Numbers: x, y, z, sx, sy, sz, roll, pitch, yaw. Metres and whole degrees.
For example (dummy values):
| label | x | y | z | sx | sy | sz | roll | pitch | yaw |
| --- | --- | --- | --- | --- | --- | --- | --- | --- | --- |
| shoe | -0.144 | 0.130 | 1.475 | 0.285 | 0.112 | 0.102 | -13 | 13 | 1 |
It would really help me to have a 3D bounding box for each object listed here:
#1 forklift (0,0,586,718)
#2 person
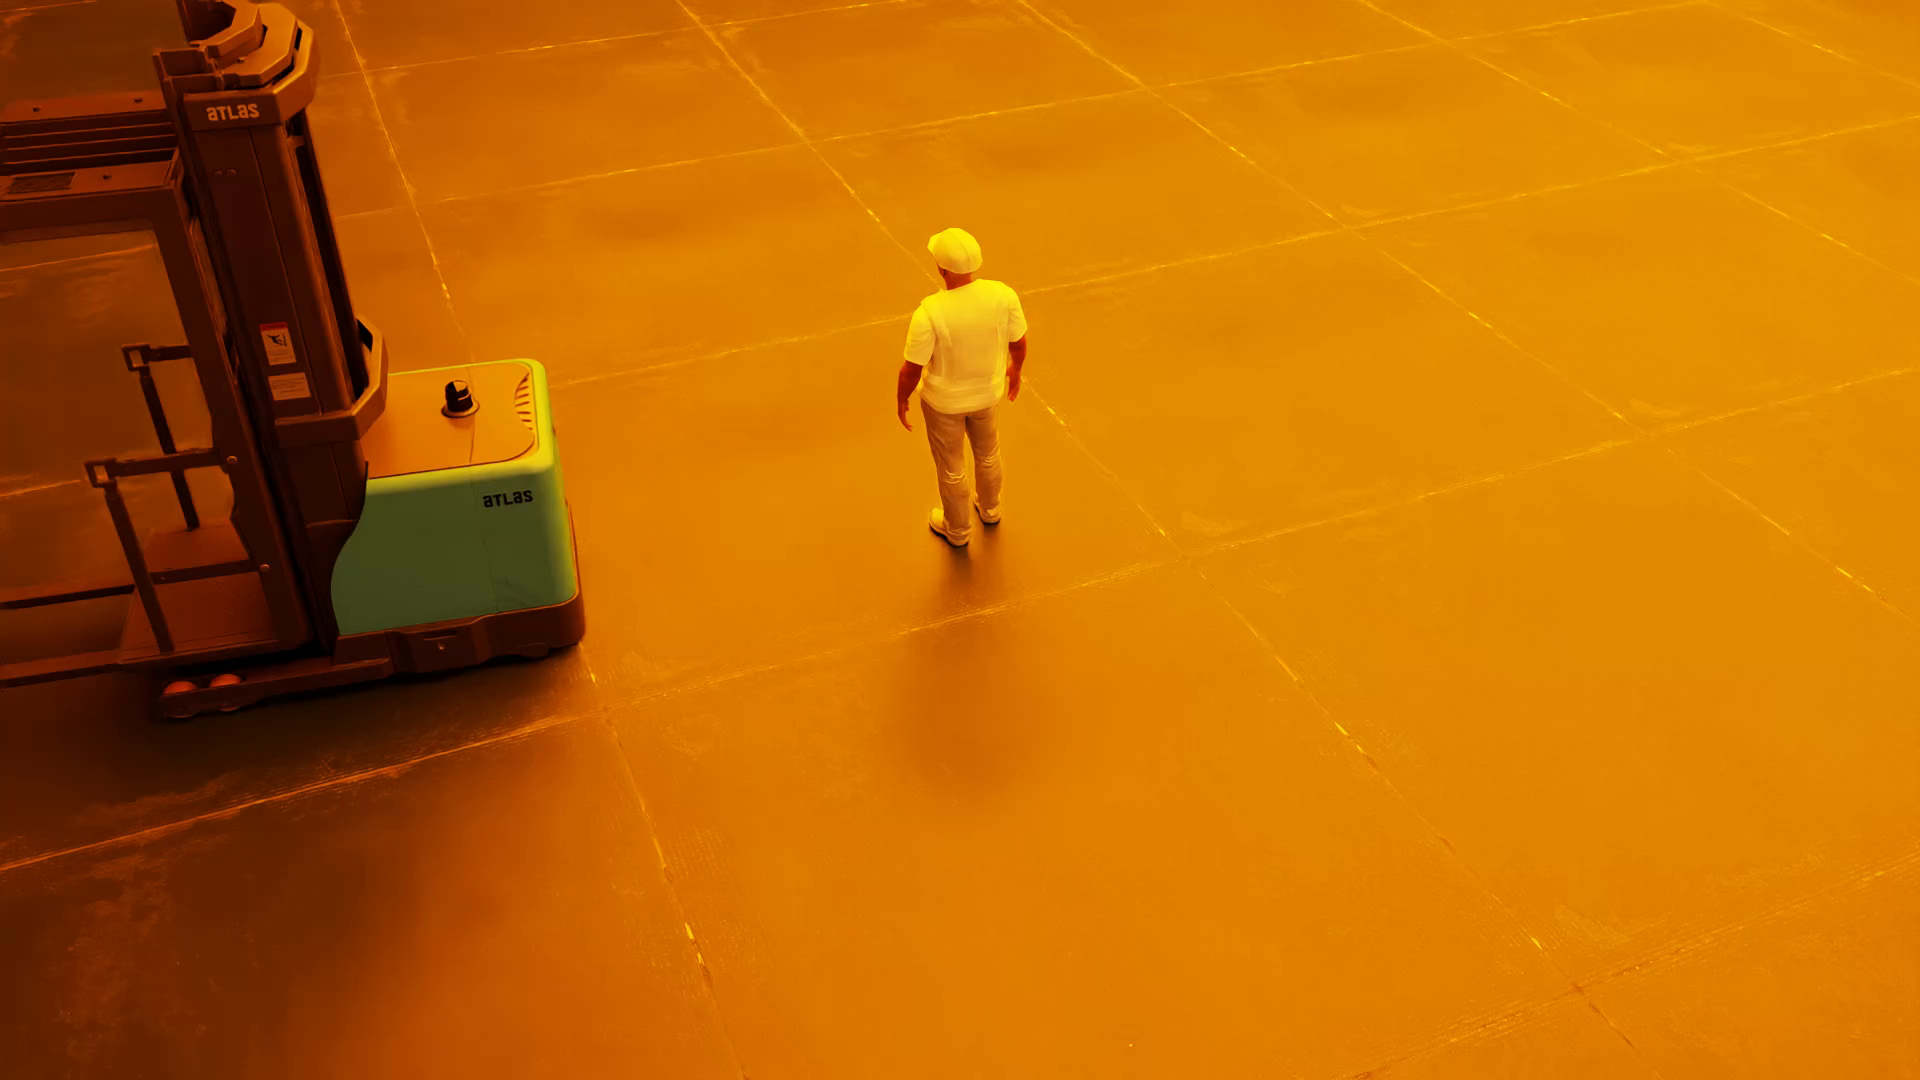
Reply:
| label | x | y | z | sx | sy | sz | roll | pitch | yaw |
| --- | --- | --- | --- | --- | --- | --- | --- | --- | --- |
| forklift | -3.352 | -0.731 | 7.127 | 3.031 | 2.935 | 1.130 | -8 | 36 | -12 |
| person | -0.023 | -0.764 | 8.166 | 0.666 | 1.768 | 0.575 | -14 | 38 | -19 |
